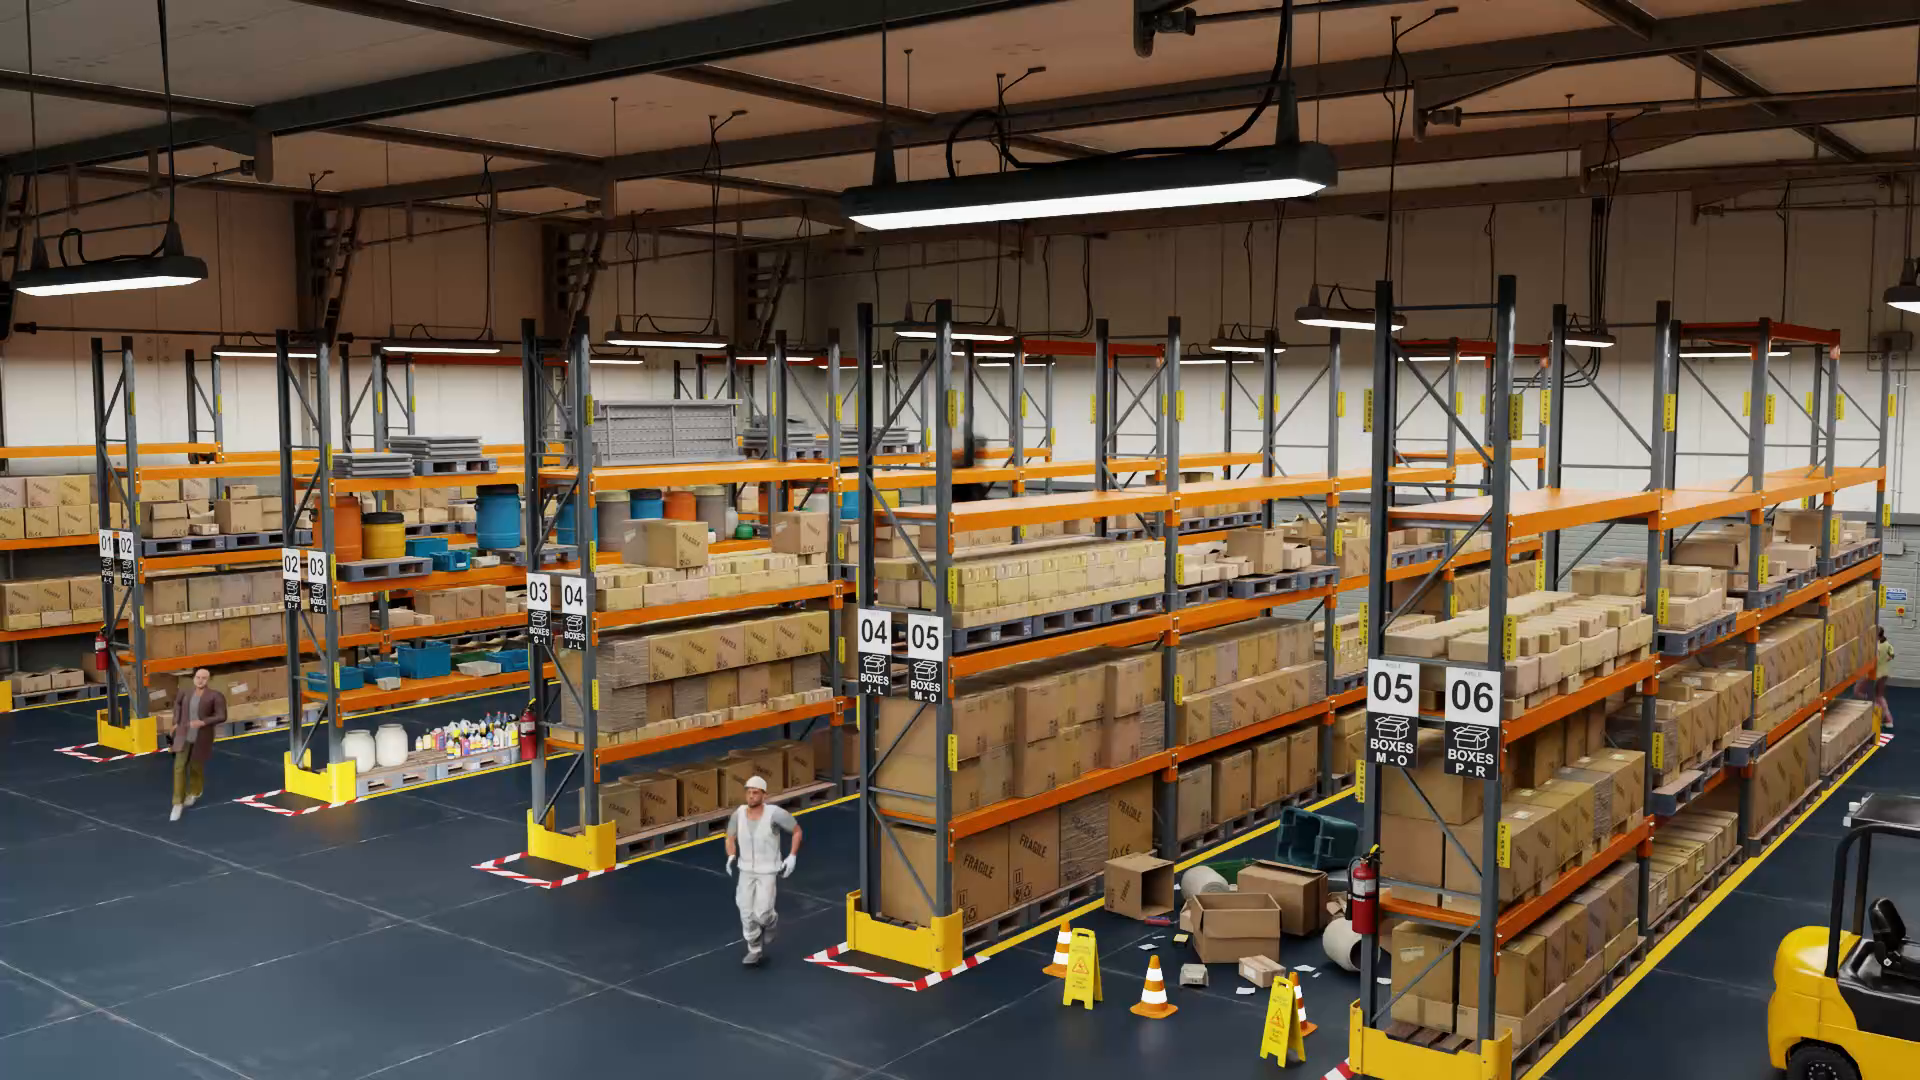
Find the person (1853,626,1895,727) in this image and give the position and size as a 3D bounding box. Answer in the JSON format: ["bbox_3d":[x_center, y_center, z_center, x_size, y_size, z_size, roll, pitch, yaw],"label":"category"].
[{"bbox_3d":[14.213,2.116,25.938,0.631,1.599,0.552,-2,5,-24],"label":"person"}]

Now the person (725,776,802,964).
[{"bbox_3d":[-1.807,2.990,15.015,0.686,1.741,0.645,1,5,14],"label":"person"}]

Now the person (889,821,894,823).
[{"bbox_3d":[-0.609,2.749,18.613,0.613,1.618,0.527,2,6,26],"label":"person"}]

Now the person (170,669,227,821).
[{"bbox_3d":[-9.434,2.488,20.553,0.687,1.774,0.917,-1,5,-10],"label":"person"}]
